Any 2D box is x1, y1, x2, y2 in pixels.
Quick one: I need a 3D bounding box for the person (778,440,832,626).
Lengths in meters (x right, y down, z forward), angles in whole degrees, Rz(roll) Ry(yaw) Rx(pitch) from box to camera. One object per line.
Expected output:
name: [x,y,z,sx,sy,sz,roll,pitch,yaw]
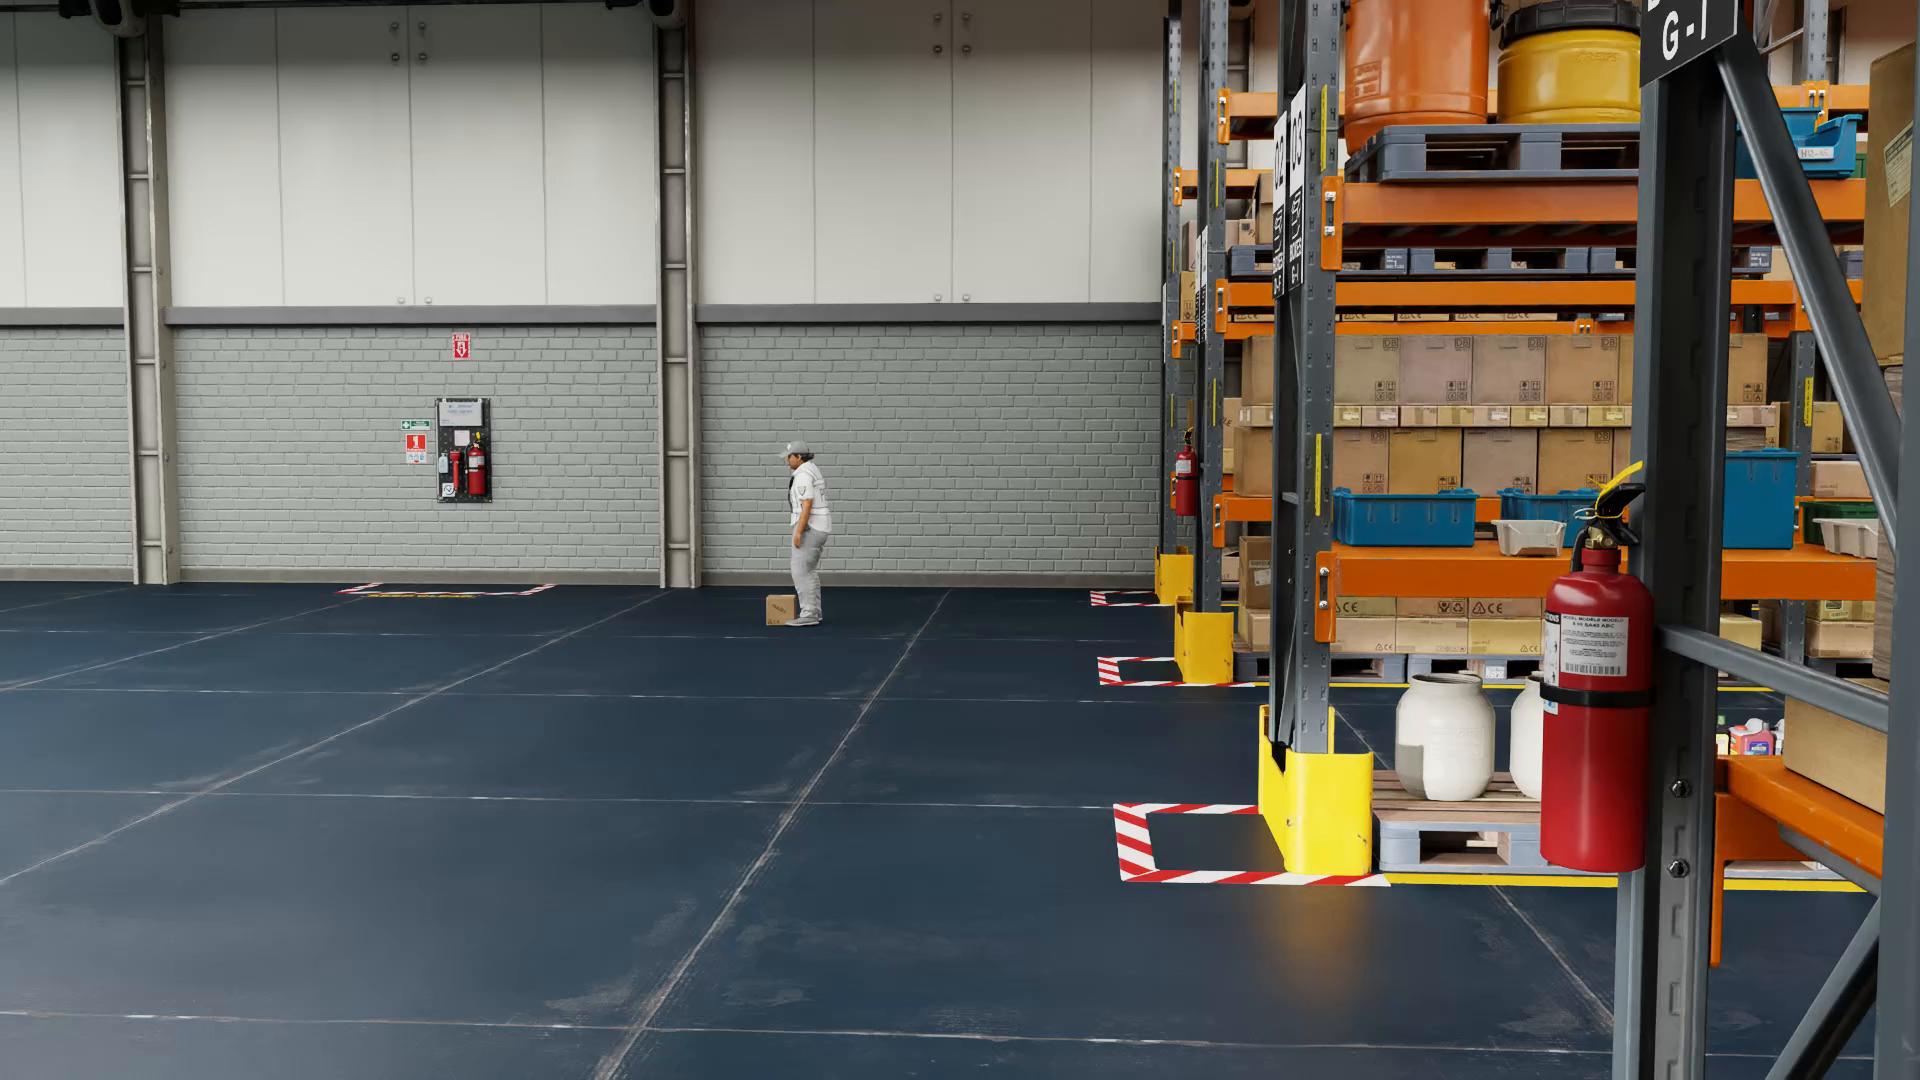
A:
person: [-1.400,-0.069,15.023,0.465,1.666,0.538,0,4,4]
